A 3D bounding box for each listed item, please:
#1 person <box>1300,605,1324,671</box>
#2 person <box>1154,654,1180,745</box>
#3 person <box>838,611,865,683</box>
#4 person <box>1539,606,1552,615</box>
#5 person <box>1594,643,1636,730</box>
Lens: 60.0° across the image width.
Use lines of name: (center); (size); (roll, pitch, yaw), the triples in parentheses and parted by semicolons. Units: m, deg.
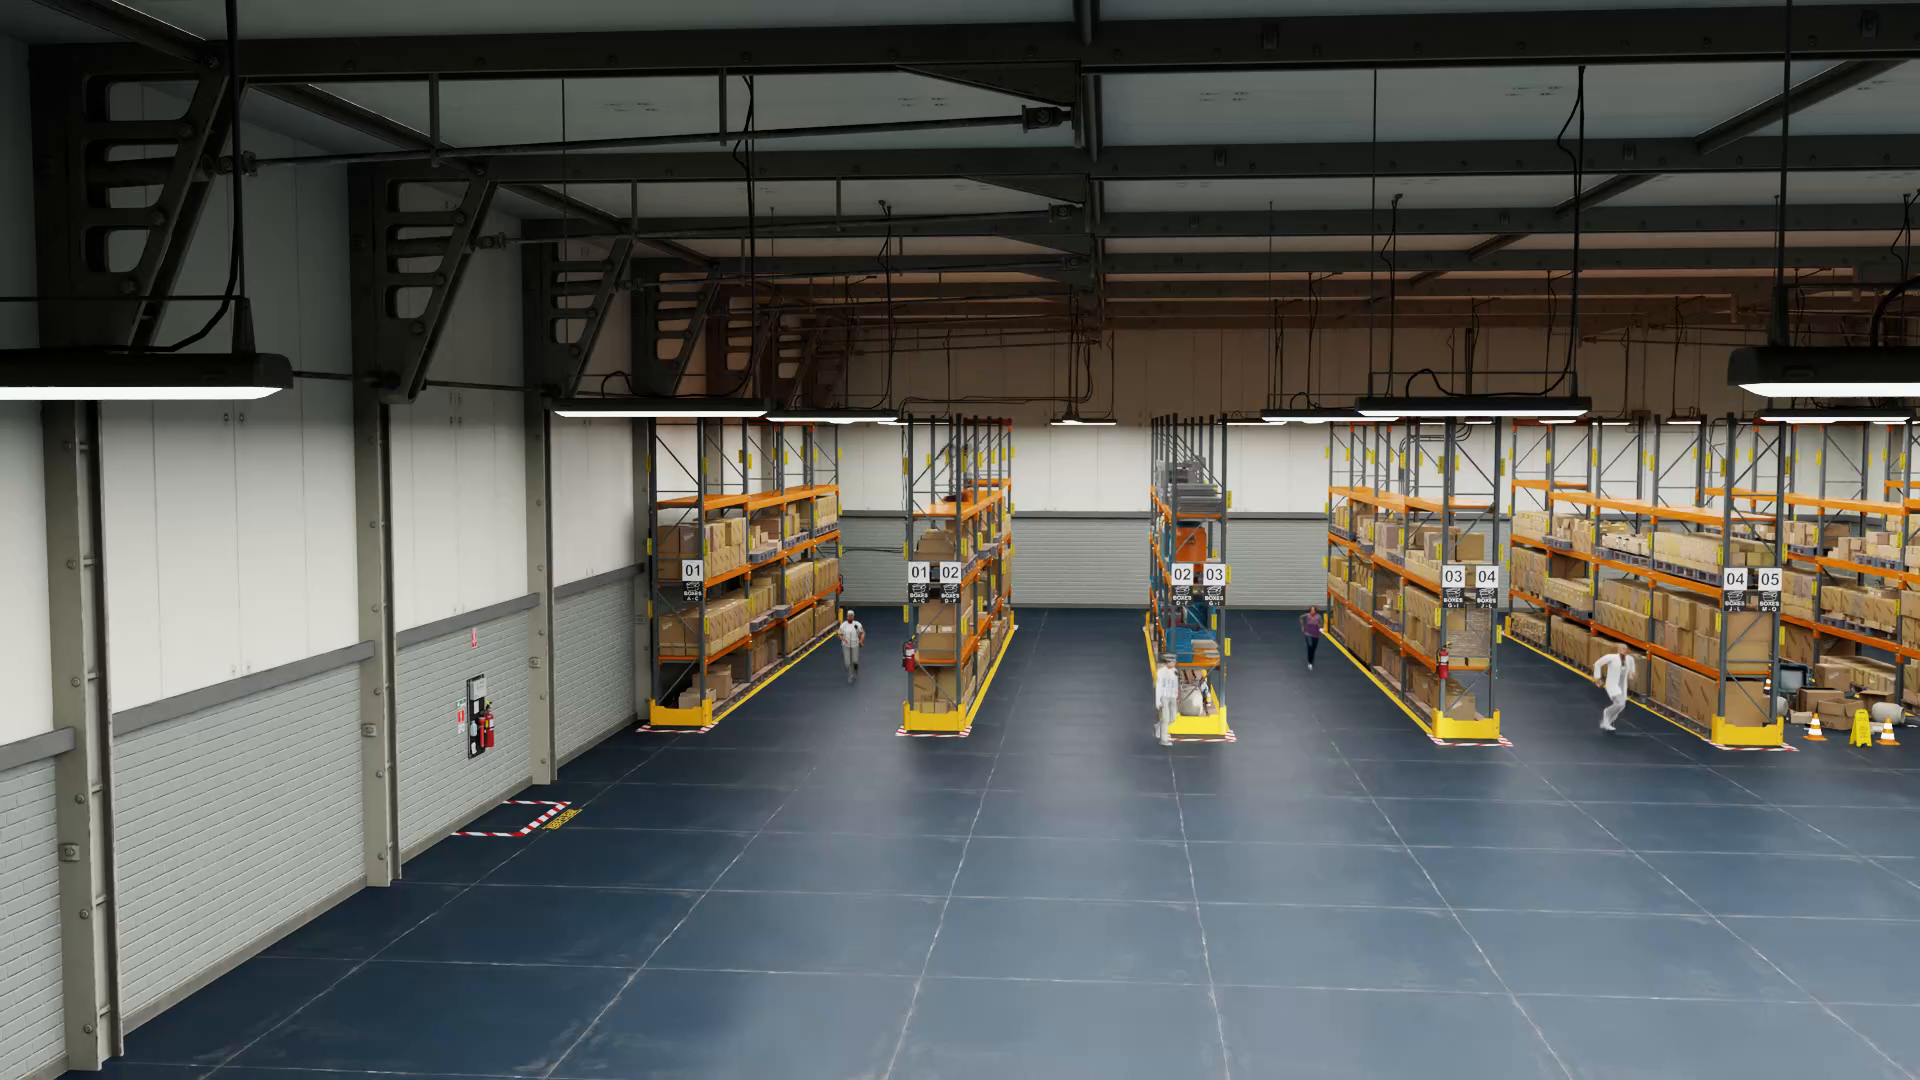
person: (8.305, 2.296, 39.261); (0.530, 1.561, 0.857); (0, 4, 3)
person: (3.703, 2.858, 30.111); (0.564, 1.632, 0.650); (-3, 5, -34)
person: (-2.442, 2.401, 37.351); (0.600, 1.628, 0.539); (0, 4, -1)
person: (16.614, 1.727, 46.860); (0.582, 1.723, 0.766); (3, 5, 42)
person: (12.286, 2.751, 31.083); (0.658, 1.684, 0.824); (-1, 4, -19)
